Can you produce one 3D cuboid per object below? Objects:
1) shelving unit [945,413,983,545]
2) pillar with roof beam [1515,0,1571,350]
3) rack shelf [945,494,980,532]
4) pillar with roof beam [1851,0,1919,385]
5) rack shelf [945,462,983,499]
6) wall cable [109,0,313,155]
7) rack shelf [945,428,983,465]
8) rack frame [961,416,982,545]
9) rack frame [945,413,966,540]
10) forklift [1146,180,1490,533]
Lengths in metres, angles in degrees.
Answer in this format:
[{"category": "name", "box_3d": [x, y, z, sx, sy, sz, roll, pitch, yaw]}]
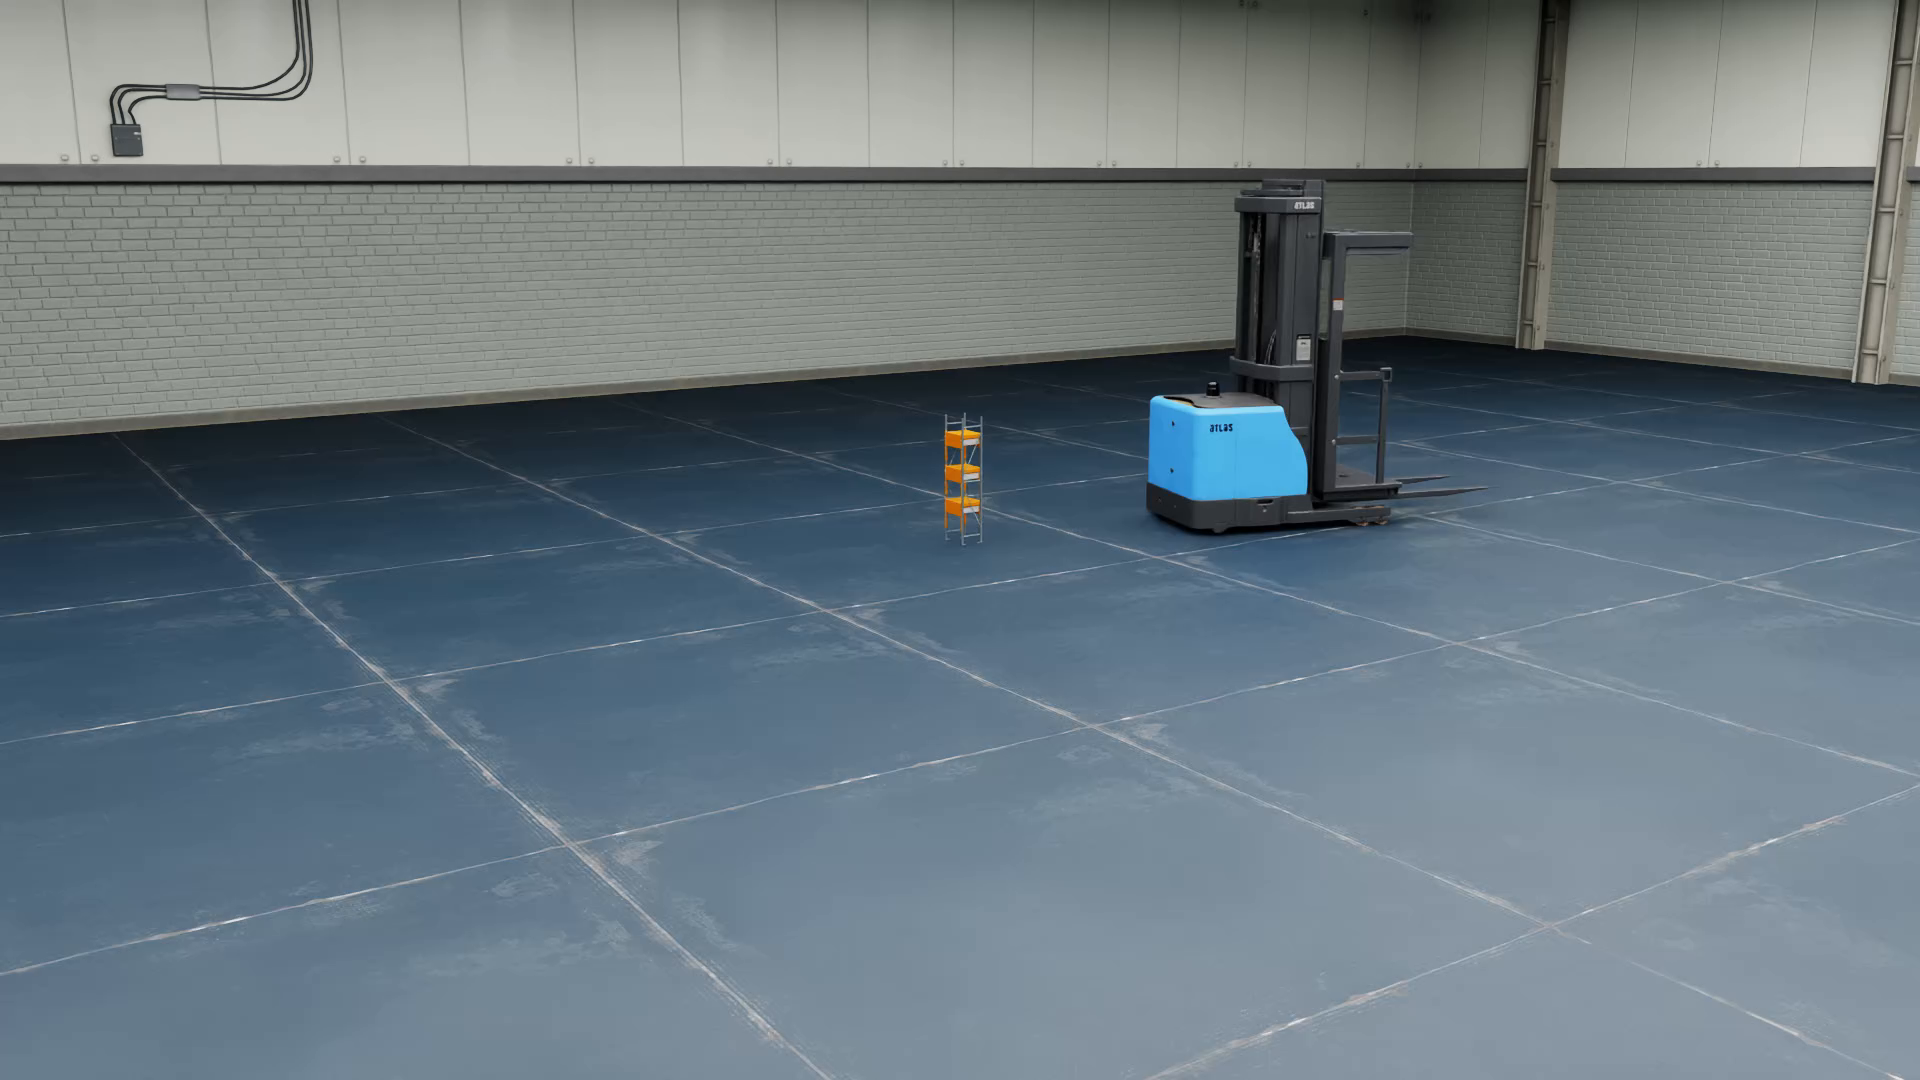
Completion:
[{"category": "shelving unit", "box_3d": [0.030, -0.503, 13.706, 0.215, 1.050, 0.252, -8, 15, -33]}, {"category": "pillar with roof beam", "box_3d": [6.459, -7.264, 26.013, 9.100, 9.000, 0.400, -8, 15, -33]}, {"category": "rack shelf", "box_3d": [0.030, -0.222, 13.768, 0.215, 0.259, 0.240, -8, 15, -33]}, {"category": "pillar with roof beam", "box_3d": [9.784, -6.197, 21.133, 9.100, 9.000, 0.400, -8, 15, -33]}, {"category": "rack shelf", "box_3d": [0.030, -0.493, 13.708, 0.215, 0.259, 0.240, -8, 15, -33]}, {"category": "wall cable", "box_3d": [-8.800, -7.507, 19.167, 2.305, 6.003, 0.169, -8, 15, -33]}, {"category": "rack shelf", "box_3d": [0.030, -0.770, 13.648, 0.215, 0.259, 0.240, -8, 15, -33]}, {"category": "rack frame", "box_3d": [0.097, -0.482, 13.607, 0.200, 1.050, 0.008, -8, 15, -33]}, {"category": "rack frame", "box_3d": [-0.038, -0.525, 13.805, 0.200, 1.050, 0.008, -8, 15, -33]}, {"category": "forklift", "box_3d": [3.234, -1.654, 14.565, 3.031, 2.935, 1.130, -4, 13, -18]}]
